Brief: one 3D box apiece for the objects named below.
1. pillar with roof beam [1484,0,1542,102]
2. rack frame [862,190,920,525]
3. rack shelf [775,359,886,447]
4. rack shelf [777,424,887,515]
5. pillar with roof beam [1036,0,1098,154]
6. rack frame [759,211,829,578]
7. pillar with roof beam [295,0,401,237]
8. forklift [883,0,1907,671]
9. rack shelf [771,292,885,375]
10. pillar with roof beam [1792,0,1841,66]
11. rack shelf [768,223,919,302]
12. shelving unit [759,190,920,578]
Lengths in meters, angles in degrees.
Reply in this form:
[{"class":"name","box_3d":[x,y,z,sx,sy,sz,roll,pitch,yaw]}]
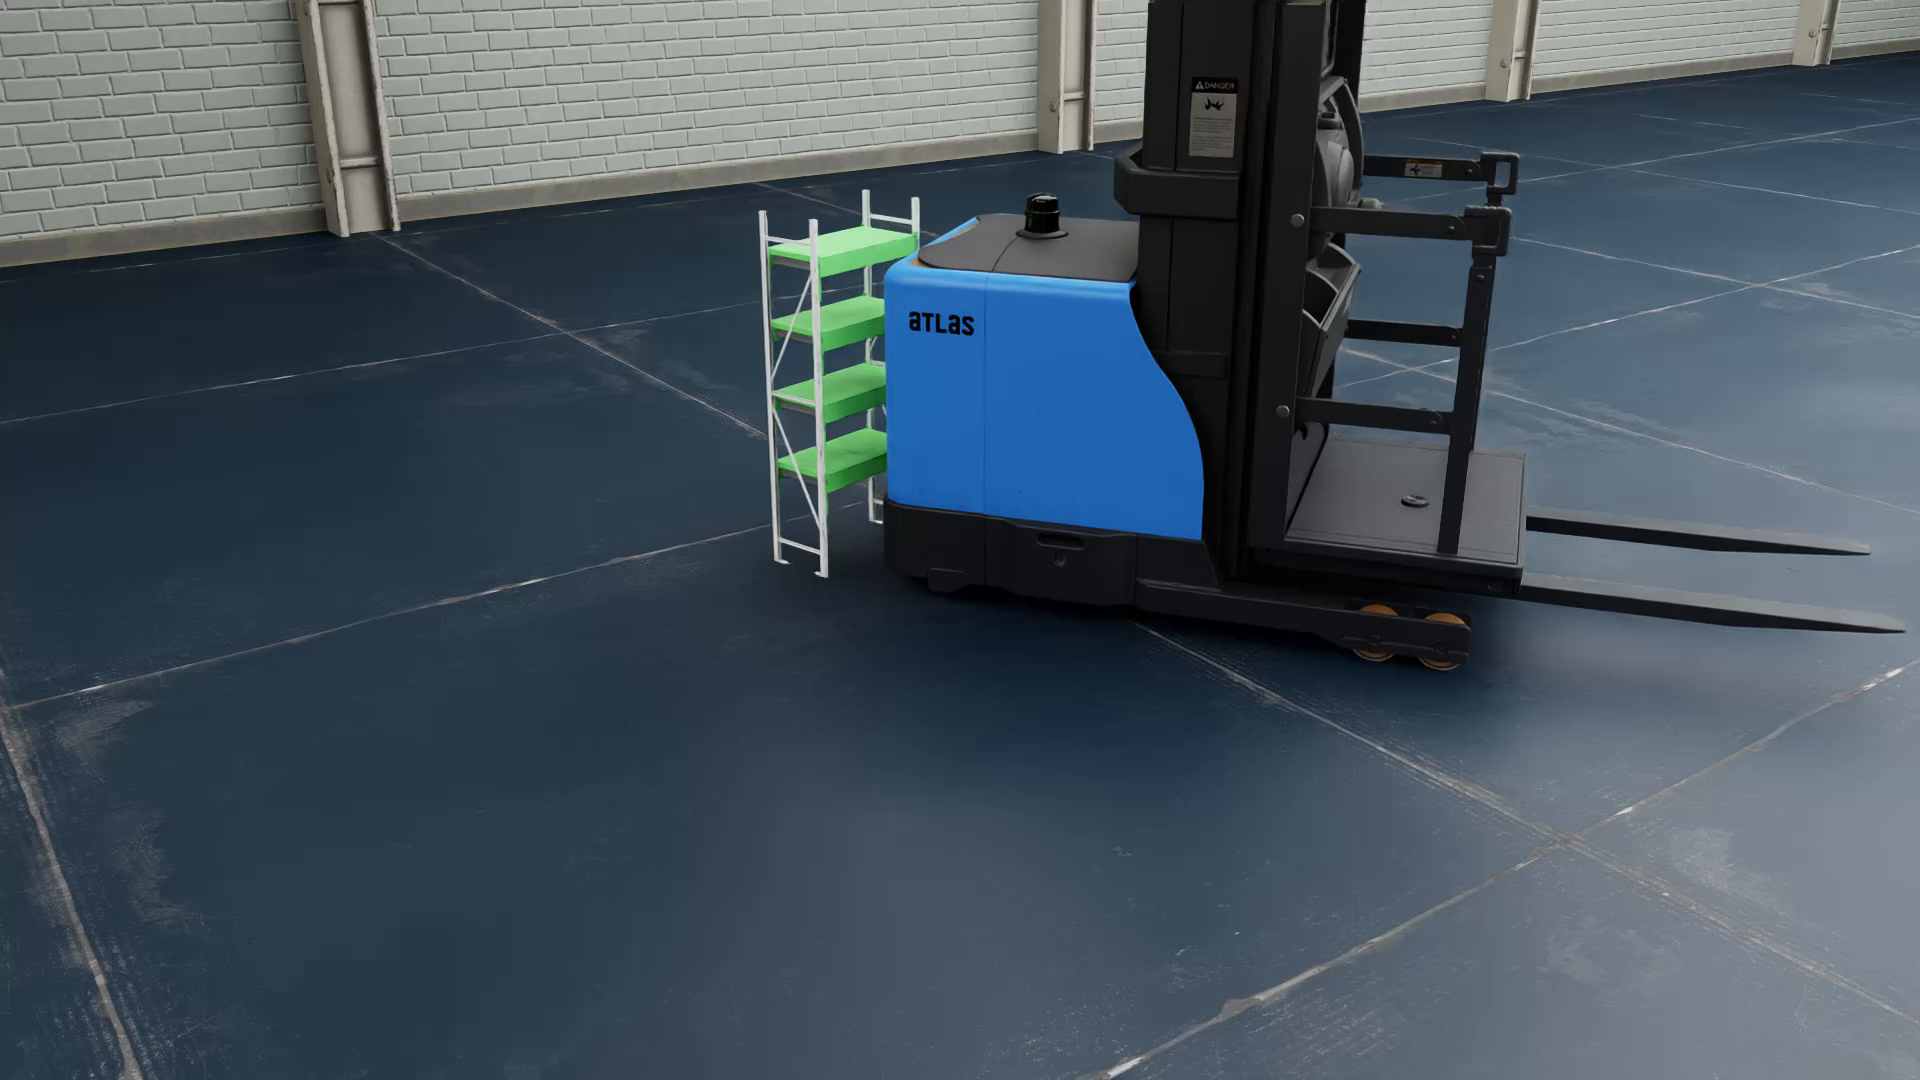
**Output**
[{"class":"pillar with roof beam","box_3d":[8.287,-7.547,12.668,0.400,9.000,9.100,-15,26,-33]},{"class":"rack frame","box_3d":[-0.233,-0.600,5.780,0.240,1.200,0.015,17,27,36]},{"class":"rack shelf","box_3d":[-0.386,-0.470,5.628,0.258,0.148,0.480,17,27,36]},{"class":"rack shelf","box_3d":[-0.386,-0.247,5.716,0.258,0.148,0.480,17,27,36]},{"class":"pillar with roof beam","box_3d":[3.416,-6.249,9.414,0.400,9.000,9.100,-15,26,-33]},{"class":"rack frame","box_3d":[-0.540,-0.459,5.428,0.240,1.200,0.015,17,27,36]},{"class":"pillar with roof beam","box_3d":[-1.454,-4.950,6.159,0.400,9.000,9.100,-15,26,-33]},{"class":"forklift","box_3d":[1.324,-1.196,4.939,3.031,2.935,1.130,7,23,17]},{"class":"rack shelf","box_3d":[-0.386,-0.693,5.539,0.258,0.148,0.480,17,27,36]},{"class":"pillar with roof beam","box_3d":[13.157,-8.846,15.923,0.400,9.000,9.100,-15,26,-33]},{"class":"rack shelf","box_3d":[-0.386,-0.916,5.450,0.258,0.148,0.480,17,27,36]},{"class":"shelving unit","box_3d":[-0.386,-0.529,5.604,0.258,1.200,0.503,17,27,36]}]
